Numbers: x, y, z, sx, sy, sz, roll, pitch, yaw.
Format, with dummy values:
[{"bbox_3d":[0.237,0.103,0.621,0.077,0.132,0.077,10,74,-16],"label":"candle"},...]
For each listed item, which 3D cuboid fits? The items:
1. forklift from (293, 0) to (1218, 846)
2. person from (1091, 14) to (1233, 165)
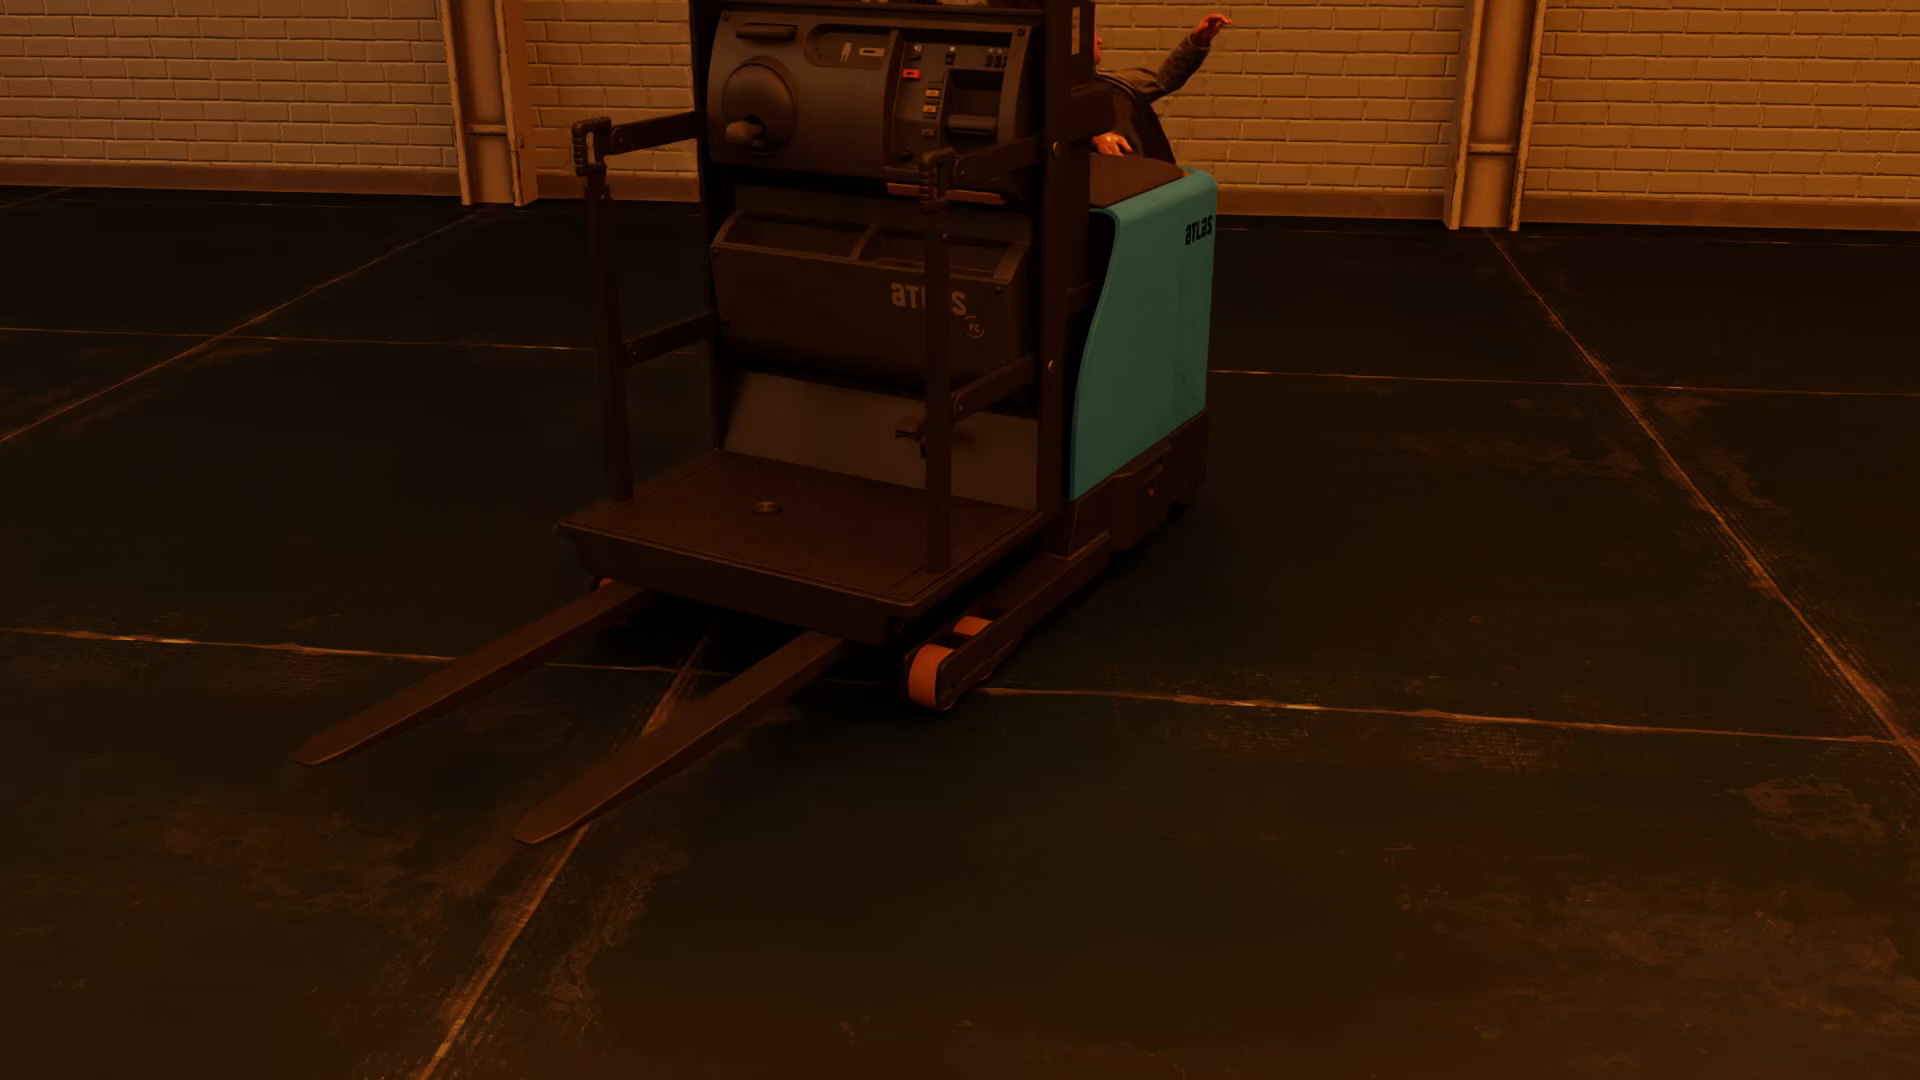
[{"bbox_3d":[-0.351,-1.129,4.057,1.130,2.935,3.031,12,25,27],"label":"forklift"},{"bbox_3d":[0.572,-1.141,5.998,0.711,1.464,1.051,5,23,13],"label":"person"}]
